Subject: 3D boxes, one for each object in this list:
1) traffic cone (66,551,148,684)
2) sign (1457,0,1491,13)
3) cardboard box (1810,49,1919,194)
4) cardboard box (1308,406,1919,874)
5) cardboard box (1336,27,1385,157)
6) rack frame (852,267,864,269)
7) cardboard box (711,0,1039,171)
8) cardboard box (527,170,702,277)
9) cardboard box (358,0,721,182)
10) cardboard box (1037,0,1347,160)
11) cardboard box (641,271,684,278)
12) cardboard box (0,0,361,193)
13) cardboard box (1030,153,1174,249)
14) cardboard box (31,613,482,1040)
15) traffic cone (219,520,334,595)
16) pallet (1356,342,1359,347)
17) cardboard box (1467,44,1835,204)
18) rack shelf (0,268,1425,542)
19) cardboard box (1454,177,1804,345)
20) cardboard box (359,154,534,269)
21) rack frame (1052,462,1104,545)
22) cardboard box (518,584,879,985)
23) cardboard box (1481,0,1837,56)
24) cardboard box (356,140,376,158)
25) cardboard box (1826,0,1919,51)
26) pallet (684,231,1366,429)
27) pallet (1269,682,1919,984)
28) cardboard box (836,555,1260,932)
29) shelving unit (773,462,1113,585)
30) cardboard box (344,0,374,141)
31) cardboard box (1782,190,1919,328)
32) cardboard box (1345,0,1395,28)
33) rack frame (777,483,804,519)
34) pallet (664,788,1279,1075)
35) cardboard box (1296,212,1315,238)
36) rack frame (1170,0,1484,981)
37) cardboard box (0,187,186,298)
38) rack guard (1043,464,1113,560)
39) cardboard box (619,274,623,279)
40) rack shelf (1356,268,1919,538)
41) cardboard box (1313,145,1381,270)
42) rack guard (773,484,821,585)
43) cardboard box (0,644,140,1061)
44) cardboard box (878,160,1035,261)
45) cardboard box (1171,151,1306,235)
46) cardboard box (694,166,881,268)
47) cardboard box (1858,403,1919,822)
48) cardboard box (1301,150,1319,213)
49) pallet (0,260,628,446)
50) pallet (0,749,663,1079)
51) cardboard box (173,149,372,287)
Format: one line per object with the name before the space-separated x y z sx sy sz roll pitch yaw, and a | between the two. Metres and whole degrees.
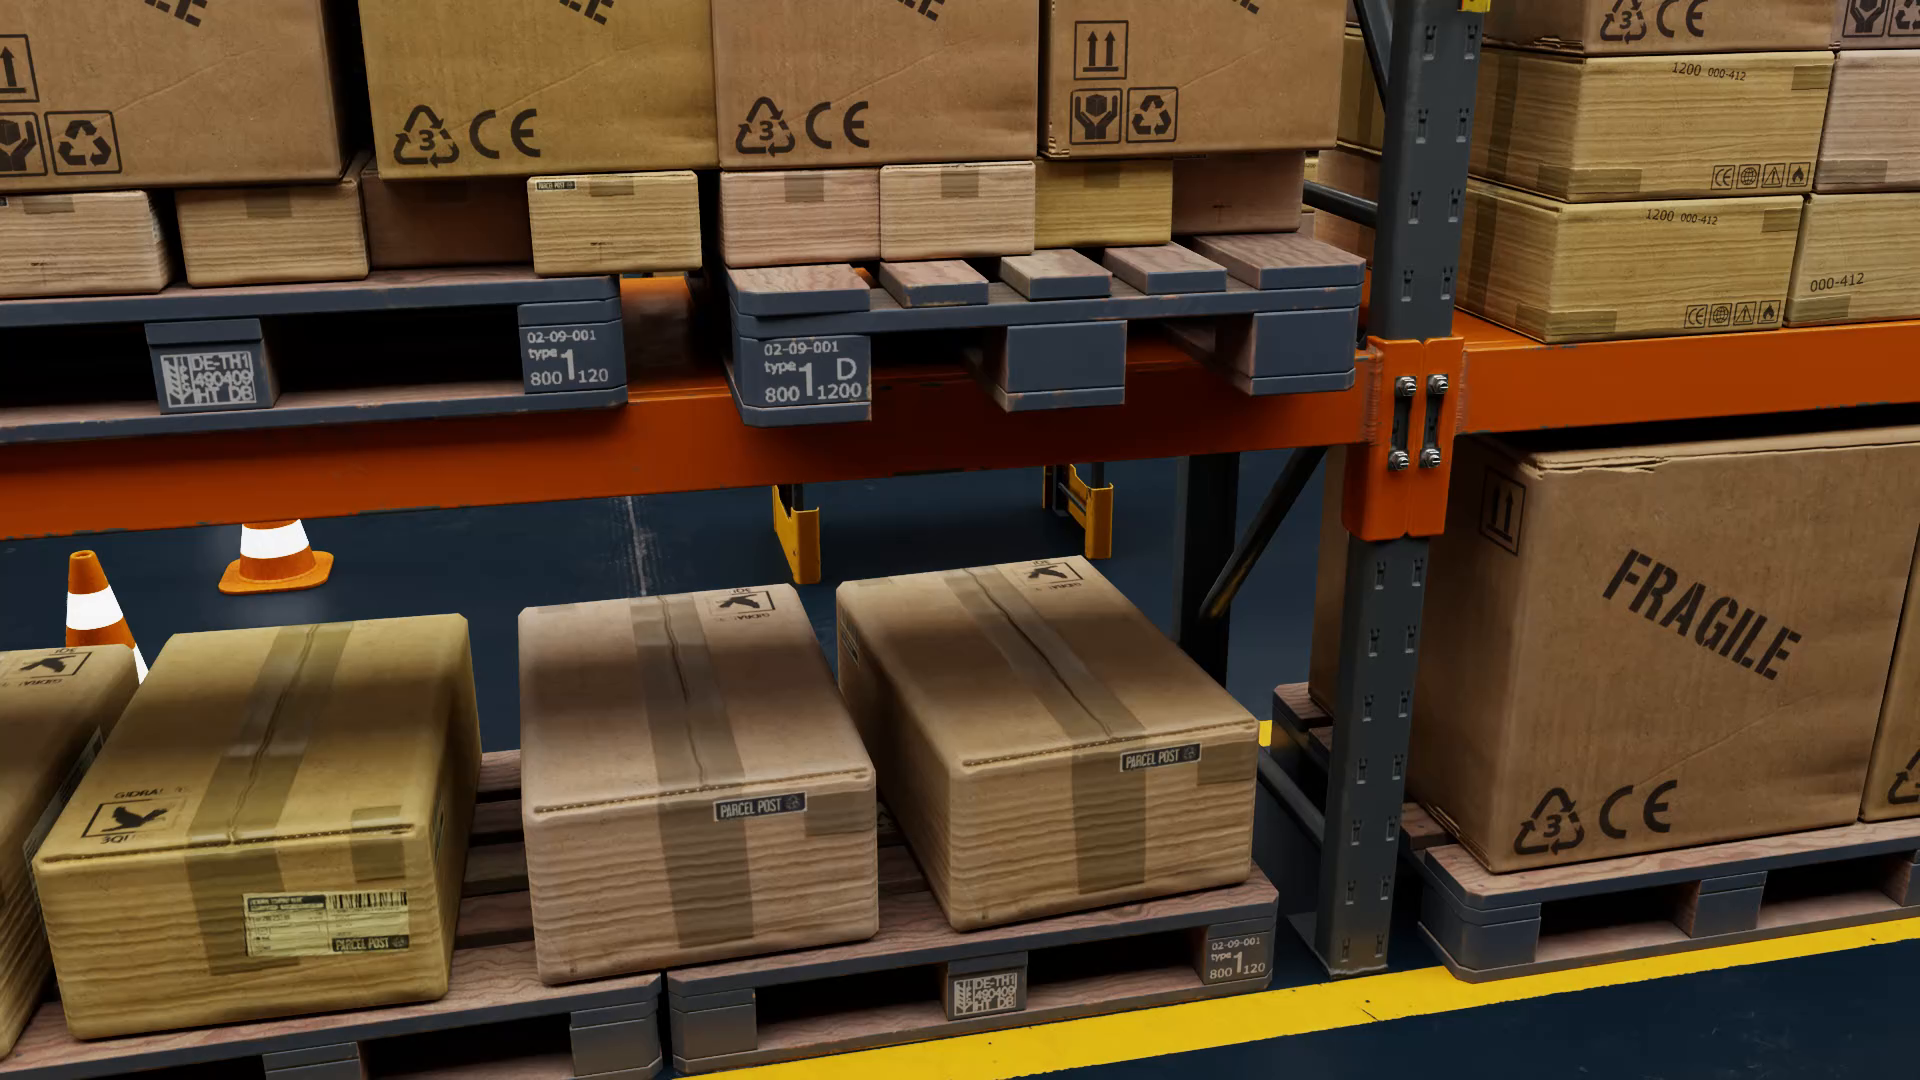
traffic cone | -2.310 0.255 4.446 0.334 0.463 0.336 -5 21 -12
sign | 0.832 -1.012 2.648 0.005 0.325 0.100 -5 21 -12
cardboard box | 1.752 -0.849 3.261 0.500 0.250 0.500 -4 21 -11
cardboard box | 1.390 0.087 3.694 0.875 0.875 0.875 -5 21 -13
cardboard box | 1.111 -0.974 3.604 0.500 0.250 0.500 -5 21 -13
rack frame | -0.539 -2.335 7.829 0.127 3.000 1.000 -5 21 -12
cardboard box | -0.181 -0.896 2.713 0.500 0.500 0.500 -5 21 -13
cardboard box | -0.557 -0.537 2.673 0.250 0.149 0.380 -4 21 -12
cardboard box | -0.672 -0.856 2.602 0.500 0.500 0.500 -6 21 -16
cardboard box | 0.320 -0.941 2.834 0.500 0.500 0.500 -5 21 -14
cardboard box | -1.152 -1.458 8.094 0.750 0.750 1.050 -5 21 -13
cardboard box | -1.203 -0.813 2.485 0.500 0.500 0.500 -6 21 -15
cardboard box | 0.189 -0.615 2.888 0.250 0.149 0.380 -4 21 -12
cardboard box | -1.309 0.511 3.268 0.625 0.372 0.950 -4 20 -11
traffic cone | -2.258 -0.103 5.423 0.334 0.463 0.336 -5 21 -12
pallet | 1.407 -1.183 8.736 1.213 0.211 1.003 -5 21 -12
cardboard box | 1.248 -0.808 3.151 0.500 0.250 0.500 -5 21 -13
rack shelf | -1.248 -0.190 3.019 4.000 0.370 1.077 -5 21 -12
cardboard box | 1.233 -0.570 3.229 0.500 0.250 0.500 -5 21 -13
cardboard box | -0.831 -0.559 2.734 0.250 0.149 0.380 -4 21 -12
rack frame | 0.412 -0.738 5.648 0.032 1.500 0.500 -5 21 -12
cardboard box | -0.570 0.453 3.427 0.625 0.372 0.950 -5 21 -14
cardboard box | 1.235 -1.160 3.021 0.500 0.500 0.500 -5 21 -14
cardboard box | -0.975 -0.689 3.090 0.250 0.149 0.380 -4 20 -10
cardboard box | 1.715 -1.202 3.137 0.500 0.500 0.500 -5 21 -12
pallet | 0.029 -0.504 3.109 1.003 0.211 1.213 -5 21 -12
pallet | 1.483 0.586 3.908 1.213 0.211 1.003 -5 21 -12
cardboard box | 0.146 0.392 3.594 0.625 0.372 0.950 -6 21 -16
shelving unit | -0.074 -0.698 5.540 1.083 1.500 0.587 -5 21 -12
cardboard box | -1.302 -0.987 2.960 0.500 0.500 0.500 -5 21 -15
cardboard box | 1.728 -0.617 3.356 0.500 0.250 0.500 -5 21 -14
cardboard box | 1.141 -1.331 3.489 0.500 0.500 0.500 -5 21 -14
rack frame | -0.578 -0.657 5.428 0.032 1.500 0.500 -5 21 -12
pallet | -0.062 0.684 3.639 1.213 0.211 1.003 -5 21 -12
cardboard box | 1.692 -1.453 8.443 0.500 0.500 0.500 -5 21 -14
rack frame | 0.698 -0.686 3.327 0.127 3.000 1.000 -5 21 -12
cardboard box | -1.309 -0.481 2.521 0.250 0.149 0.380 -4 20 -10
rack guard | 0.410 -0.151 5.863 0.087 0.250 0.587 -5 21 -12
cardboard box | -2.002 -1.388 7.902 0.750 0.750 1.050 -4 21 -12
rack shelf | 2.645 -0.507 3.883 4.000 0.370 1.077 -5 21 -12
cardboard box | 1.131 -0.743 3.699 0.500 0.250 0.500 -5 21 -14
rack guard | -0.559 -0.072 5.648 0.087 0.250 0.587 -5 21 -12
cardboard box | -1.986 0.567 3.117 0.625 0.372 0.950 -3 20 -9
cardboard box | -0.046 -0.580 2.793 0.250 0.149 0.380 -5 21 -13
cardboard box | 0.434 -0.661 3.012 0.250 0.149 0.380 -4 20 -10
cardboard box | -0.292 -0.563 2.746 0.250 0.149 0.380 -6 21 -15
cardboard box | 2.259 0.018 3.883 0.875 0.875 0.875 -4 21 -12
cardboard box | 1.673 -1.801 8.304 0.500 0.250 0.500 -6 21 -15
pallet | -1.219 -0.426 2.895 1.213 0.211 1.003 -5 21 -12
pallet | -1.247 0.780 3.379 1.213 0.211 1.003 -5 21 -12
cardboard box | -1.056 -0.512 2.605 0.250 0.149 0.380 -5 21 -14
